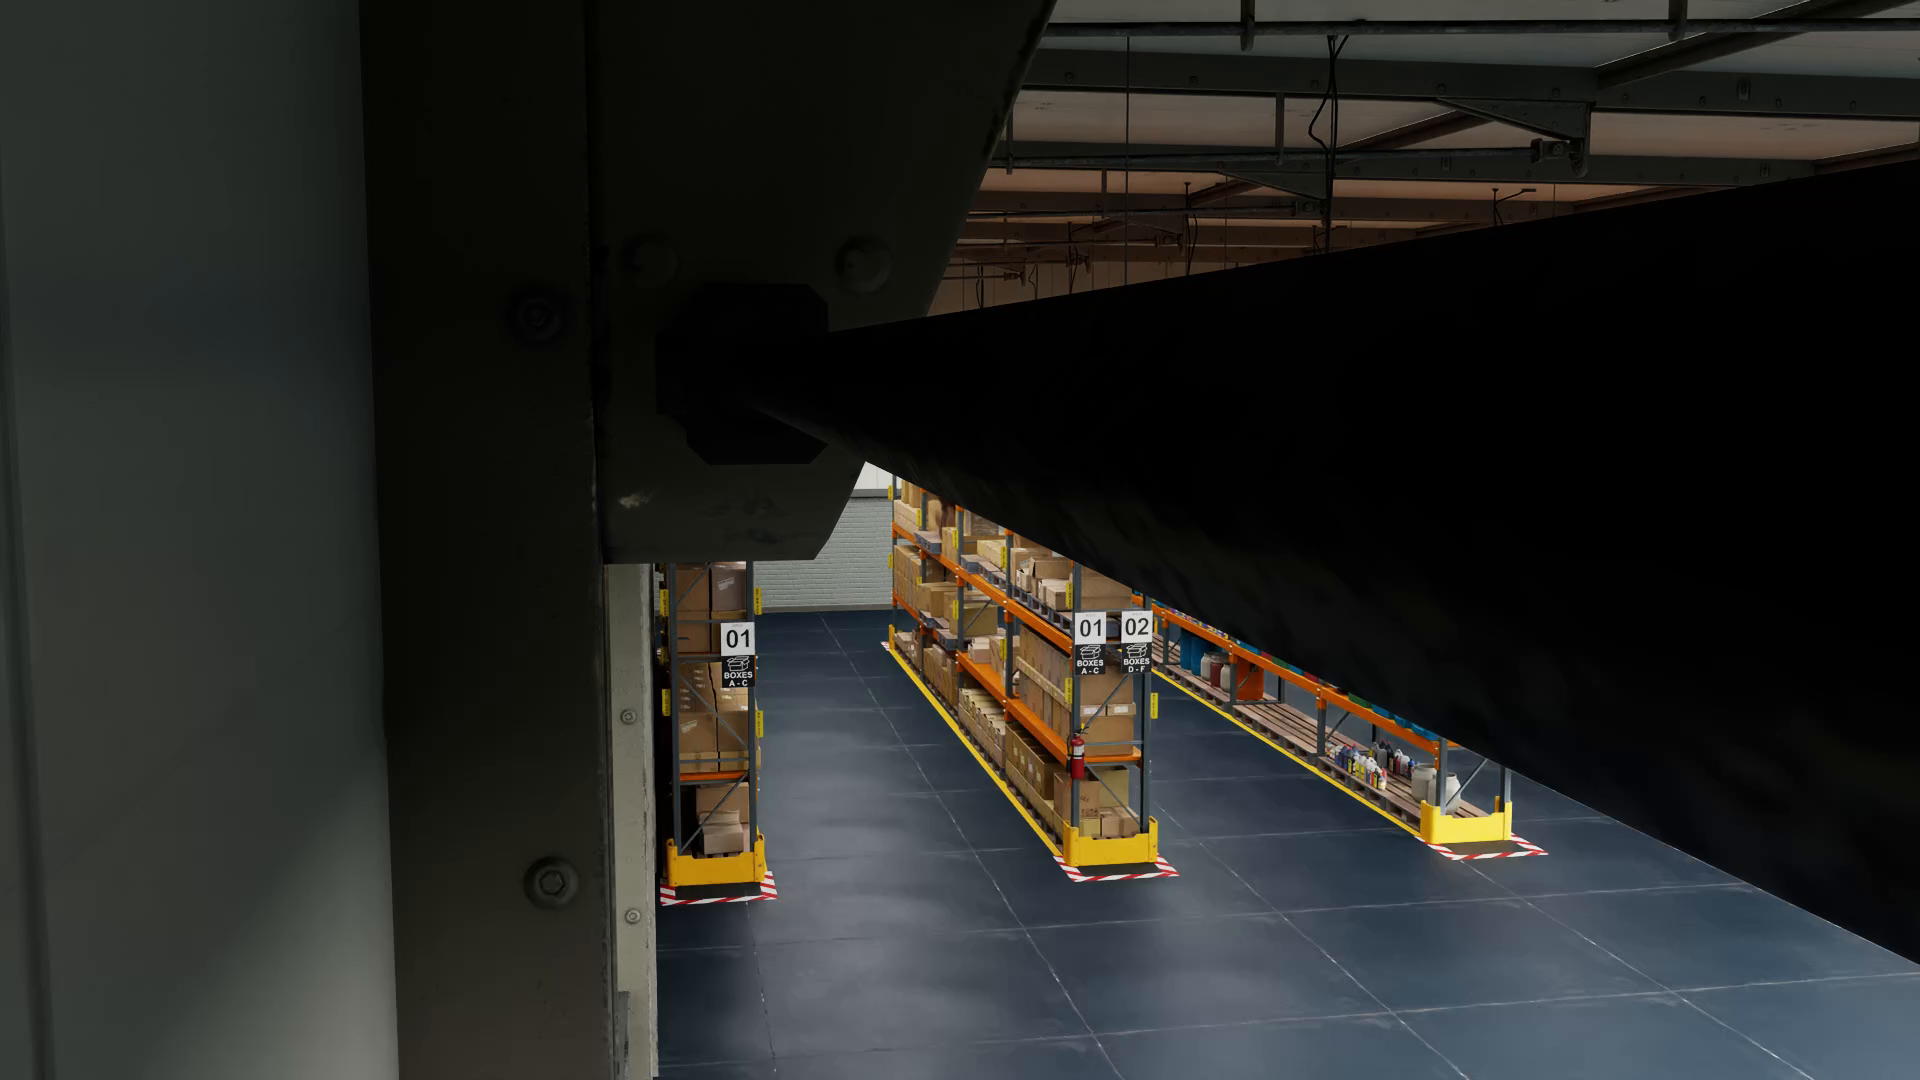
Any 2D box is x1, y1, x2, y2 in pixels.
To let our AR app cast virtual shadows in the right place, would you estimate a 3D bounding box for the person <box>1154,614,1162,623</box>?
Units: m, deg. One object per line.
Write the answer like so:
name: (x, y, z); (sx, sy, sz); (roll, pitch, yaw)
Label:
person: (5.145, 1.325, 39.831); (1.068, 1.458, 0.540); (2, 7, 19)
